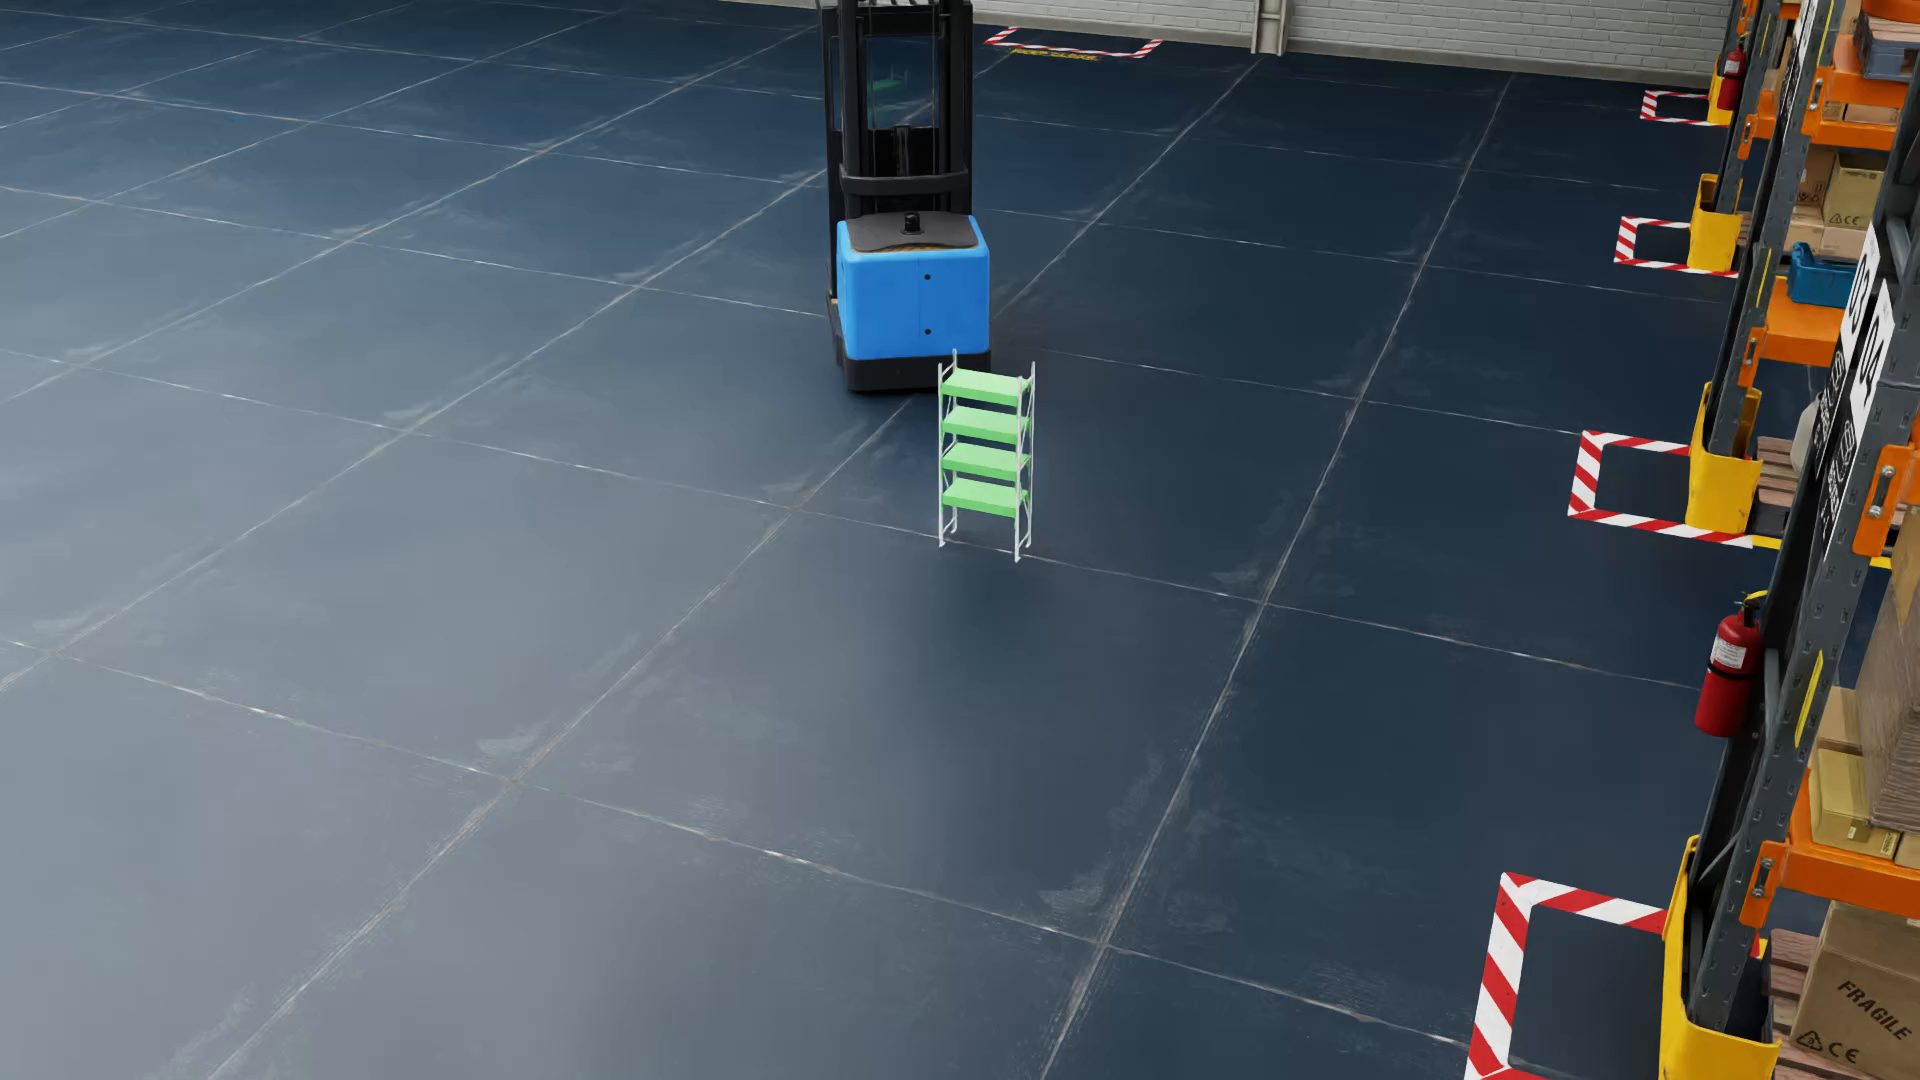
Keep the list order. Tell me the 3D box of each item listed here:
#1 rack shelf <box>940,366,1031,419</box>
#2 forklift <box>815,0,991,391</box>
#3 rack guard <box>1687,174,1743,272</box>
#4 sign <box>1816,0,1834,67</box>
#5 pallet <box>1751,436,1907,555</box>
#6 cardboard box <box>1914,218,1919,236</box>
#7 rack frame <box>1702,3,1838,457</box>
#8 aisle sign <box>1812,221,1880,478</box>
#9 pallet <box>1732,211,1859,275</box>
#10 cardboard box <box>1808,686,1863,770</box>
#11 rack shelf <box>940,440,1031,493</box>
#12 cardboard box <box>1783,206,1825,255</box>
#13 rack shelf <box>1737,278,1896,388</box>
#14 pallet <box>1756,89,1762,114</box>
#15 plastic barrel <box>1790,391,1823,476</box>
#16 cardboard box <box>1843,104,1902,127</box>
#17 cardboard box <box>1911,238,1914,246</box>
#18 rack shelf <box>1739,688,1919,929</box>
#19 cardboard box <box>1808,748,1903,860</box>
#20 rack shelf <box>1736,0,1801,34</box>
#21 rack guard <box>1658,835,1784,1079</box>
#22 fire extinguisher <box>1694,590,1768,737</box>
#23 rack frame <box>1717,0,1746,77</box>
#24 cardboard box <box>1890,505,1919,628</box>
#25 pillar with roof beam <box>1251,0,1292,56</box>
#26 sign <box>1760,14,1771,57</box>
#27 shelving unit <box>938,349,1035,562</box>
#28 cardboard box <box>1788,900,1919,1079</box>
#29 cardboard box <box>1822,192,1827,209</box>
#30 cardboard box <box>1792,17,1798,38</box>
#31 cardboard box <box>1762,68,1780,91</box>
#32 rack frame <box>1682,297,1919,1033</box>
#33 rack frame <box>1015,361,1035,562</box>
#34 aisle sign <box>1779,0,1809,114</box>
[{"bbox_3d":[0.153,-0.854,9.607,0.480,0.148,0.258,11,31,19],"label":"rack shelf"},{"bbox_3d":[-0.486,-3.046,12.572,1.130,2.935,3.031,-4,30,-7],"label":"forklift"},{"bbox_3d":[6.630,-2.794,14.596,0.348,0.500,1.175,11,31,19],"label":"rack guard"},{"bbox_3d":[4.576,-2.679,8.796,0.005,0.325,0.100,11,31,19],"label":"sign"},{"bbox_3d":[5.625,-0.260,10.407,1.213,0.211,1.003,11,31,19],"label":"pallet"},{"bbox_3d":[7.998,-2.811,13.691,0.500,0.500,0.500,11,31,19],"label":"cardboard box"},{"bbox_3d":[4.787,-1.620,9.978,0.127,3.000,1.000,11,31,19],"label":"rack frame"},{"bbox_3d":[2.980,-0.641,5.605,0.004,0.787,0.394,11,31,19],"label":"aisle sign"},{"bbox_3d":[7.377,-2.541,14.443,1.213,0.211,1.003,11,31,19],"label":"pallet"},{"bbox_3d":[3.266,0.707,6.118,0.250,0.149,0.380,11,31,19],"label":"cardboard box"},{"bbox_3d":[0.153,-0.436,9.843,0.480,0.148,0.258,11,31,19],"label":"rack shelf"},{"bbox_3d":[7.066,-2.663,14.191,0.500,0.250,0.500,11,31,19],"label":"cardboard box"},{"bbox_3d":[6.640,-0.936,9.501,4.000,0.370,1.077,11,31,19],"label":"rack shelf"},{"bbox_3d":[9.321,-4.742,18.337,1.213,0.211,1.003,11,31,19],"label":"pallet"},{"bbox_3d":[5.425,-0.632,10.333,0.421,0.512,0.421,0,29,0],"label":"plastic barrel"},{"bbox_3d":[7.569,-3.734,13.617,0.500,0.500,0.700,12,32,20],"label":"cardboard box"},{"bbox_3d":[7.994,-2.479,13.867,0.500,0.250,0.500,11,31,19],"label":"cardboard box"},{"bbox_3d":[4.778,1.322,5.505,4.000,0.370,1.077,11,31,19],"label":"rack shelf"},{"bbox_3d":[3.099,0.910,5.759,0.250,0.149,0.380,11,31,19],"label":"cardboard box"},{"bbox_3d":[10.365,-5.454,17.493,4.000,0.370,1.077,11,31,19],"label":"rack shelf"},{"bbox_3d":[2.995,1.741,6.573,0.348,0.500,1.175,11,31,19],"label":"rack guard"},{"bbox_3d":[2.992,0.441,6.411,0.183,0.674,0.296,11,31,19],"label":"fire extinguisher"},{"bbox_3d":[8.511,-6.137,17.970,0.127,3.000,1.000,11,31,19],"label":"rack frame"},{"bbox_3d":[3.527,0.020,5.658,0.500,0.500,0.500,11,31,19],"label":"cardboard box"},{"bbox_3d":[2.307,-8.161,15.454,0.400,9.000,9.100,11,31,19],"label":"pillar with roof beam"},{"bbox_3d":[6.438,-4.037,13.295,0.005,0.325,0.100,11,31,19],"label":"sign"},{"bbox_3d":[0.153,-0.492,9.812,0.503,1.200,0.258,11,31,19],"label":"shelving unit"},{"bbox_3d":[3.497,1.667,6.277,0.500,0.500,0.500,18,34,28],"label":"cardboard box"},{"bbox_3d":[7.728,-2.812,14.455,0.500,0.250,0.500,11,31,19],"label":"cardboard box"},{"bbox_3d":[7.078,-4.220,13.817,0.250,0.149,0.380,11,31,18],"label":"cardboard box"},{"bbox_3d":[9.119,-4.989,18.225,0.500,0.311,0.500,8,30,13],"label":"cardboard box"},{"bbox_3d":[2.924,0.639,5.983,0.127,3.000,1.000,11,31,19],"label":"rack frame"},{"bbox_3d":[0.379,-0.447,9.732,0.015,1.200,0.240,11,31,19],"label":"rack frame"},{"bbox_3d":[4.832,-2.900,9.602,0.004,0.787,0.394,11,31,19],"label":"aisle sign"}]
